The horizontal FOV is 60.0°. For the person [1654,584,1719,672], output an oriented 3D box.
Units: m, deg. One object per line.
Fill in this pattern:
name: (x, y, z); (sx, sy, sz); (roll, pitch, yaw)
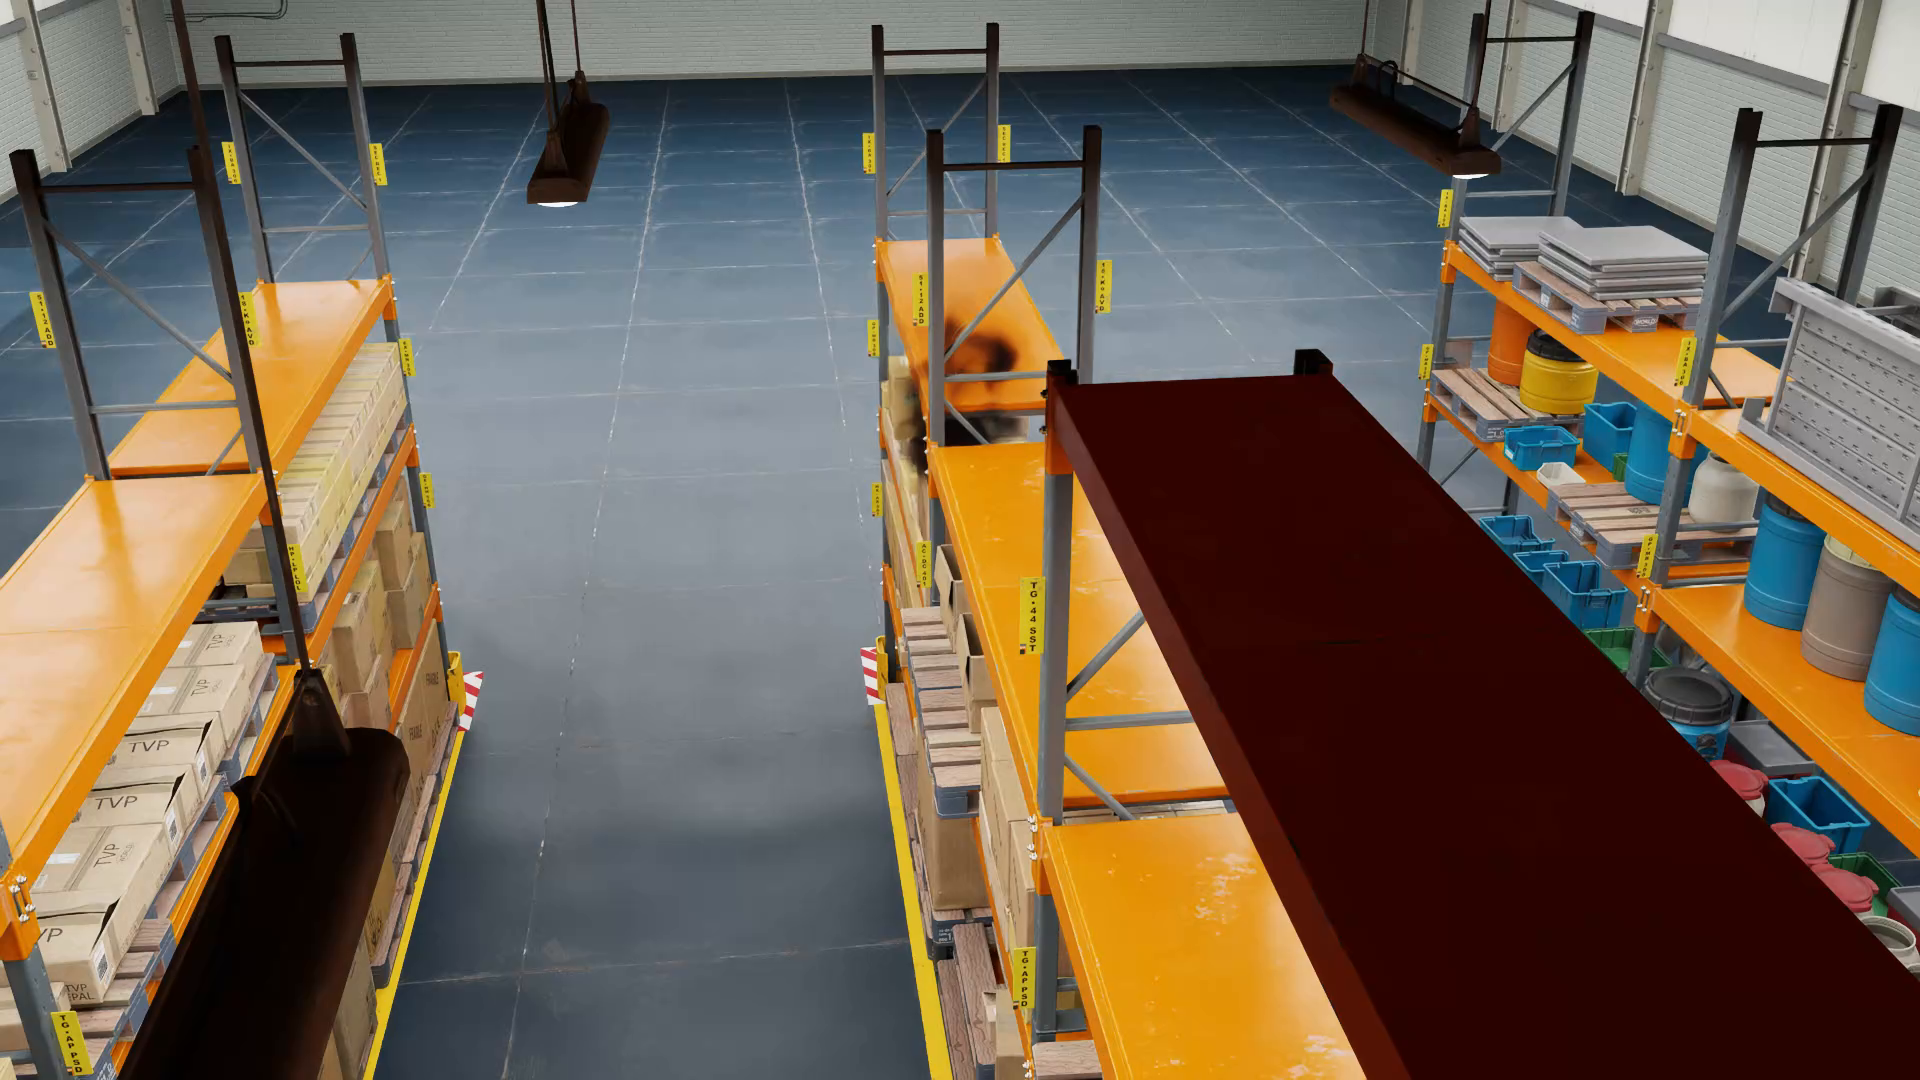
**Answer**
person: (6.509, 0.775, 14.893); (0.581, 1.699, 0.920); (-10, 27, -20)
